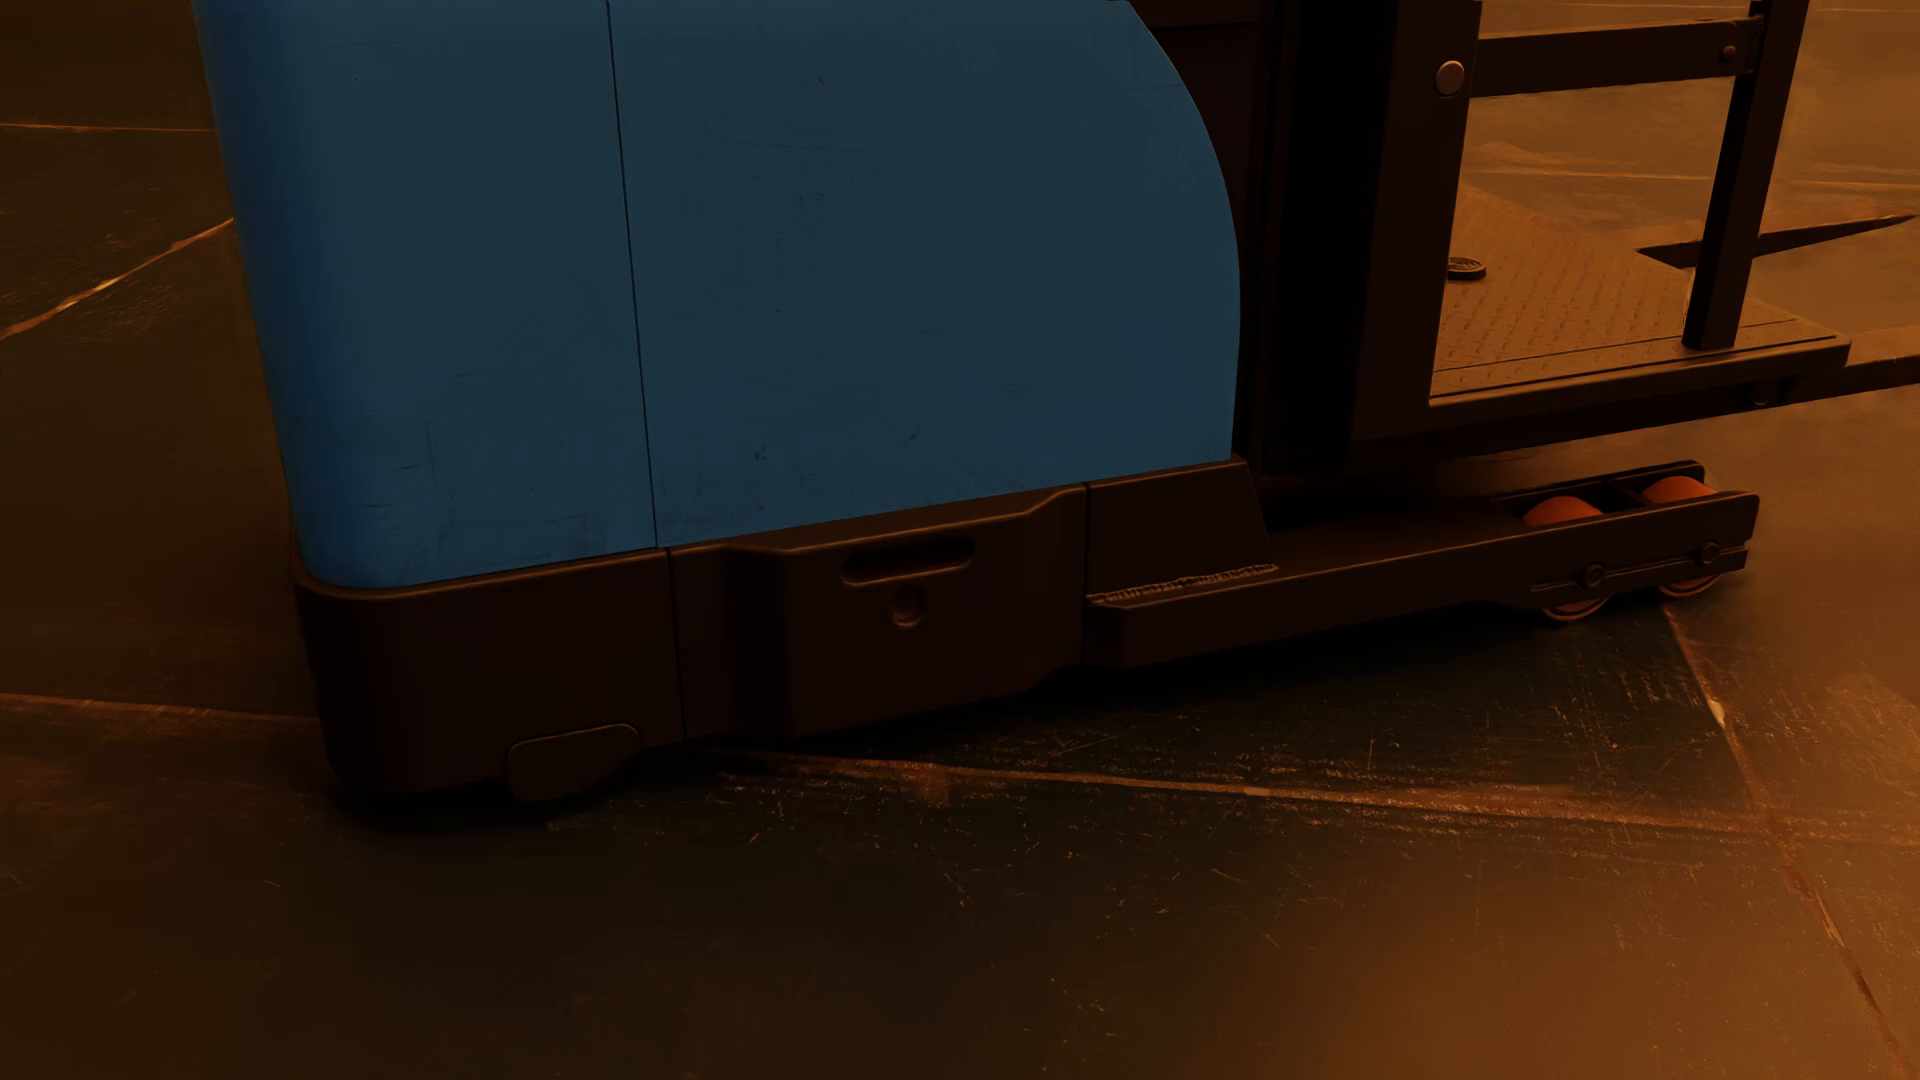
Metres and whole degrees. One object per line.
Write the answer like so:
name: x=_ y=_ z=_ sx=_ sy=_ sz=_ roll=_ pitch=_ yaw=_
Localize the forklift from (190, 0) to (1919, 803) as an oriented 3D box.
forklift: x=0.574 y=-1.413 z=2.049 sx=3.031 sy=2.935 sz=1.130 roll=-9 pitch=28 yaw=-18
